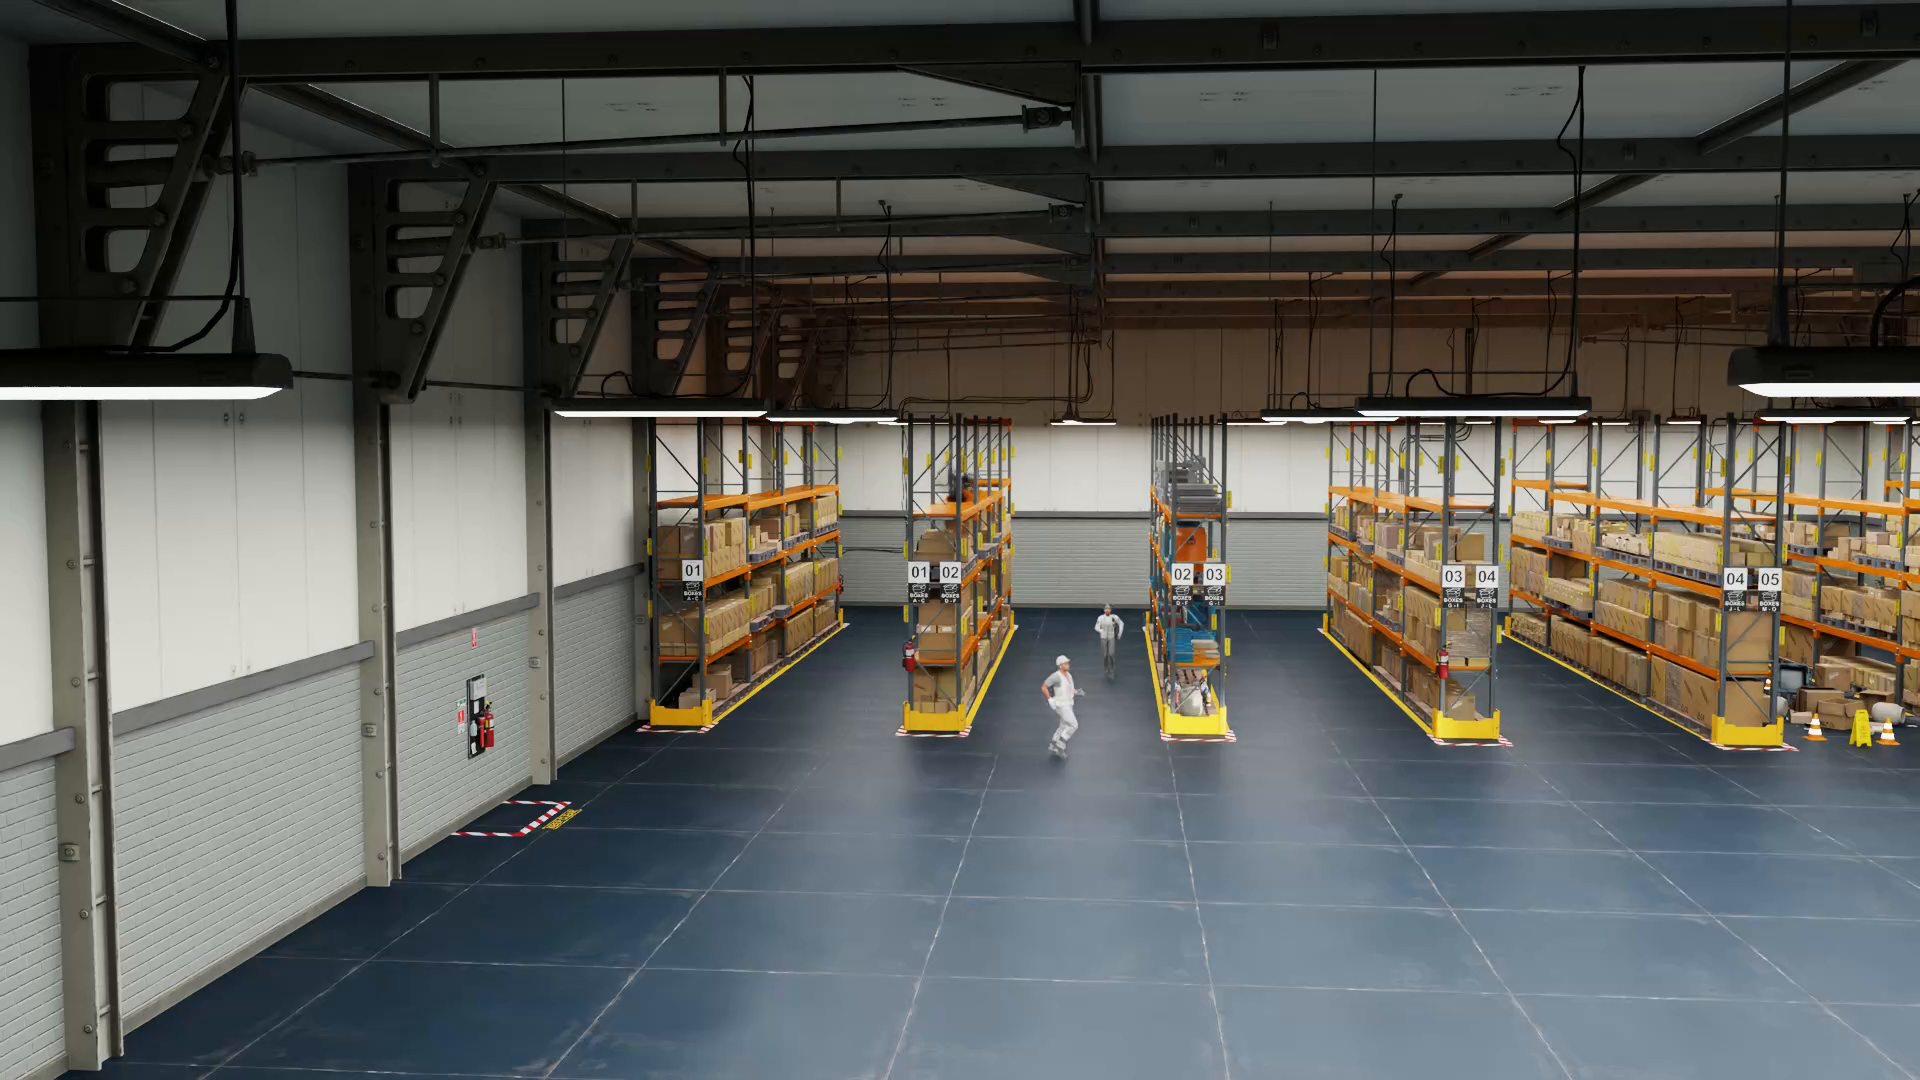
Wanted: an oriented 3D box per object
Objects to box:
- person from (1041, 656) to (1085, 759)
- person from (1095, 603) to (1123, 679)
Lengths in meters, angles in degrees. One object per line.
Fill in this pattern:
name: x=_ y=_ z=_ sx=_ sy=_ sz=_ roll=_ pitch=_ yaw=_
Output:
person: x=1.826 y=2.892 z=28.764 sx=0.685 sy=1.775 sz=0.646 roll=2 pitch=4 yaw=30
person: x=3.407 y=2.305 z=38.104 sx=0.627 sy=1.748 sz=0.708 roll=1 pitch=4 yaw=9
